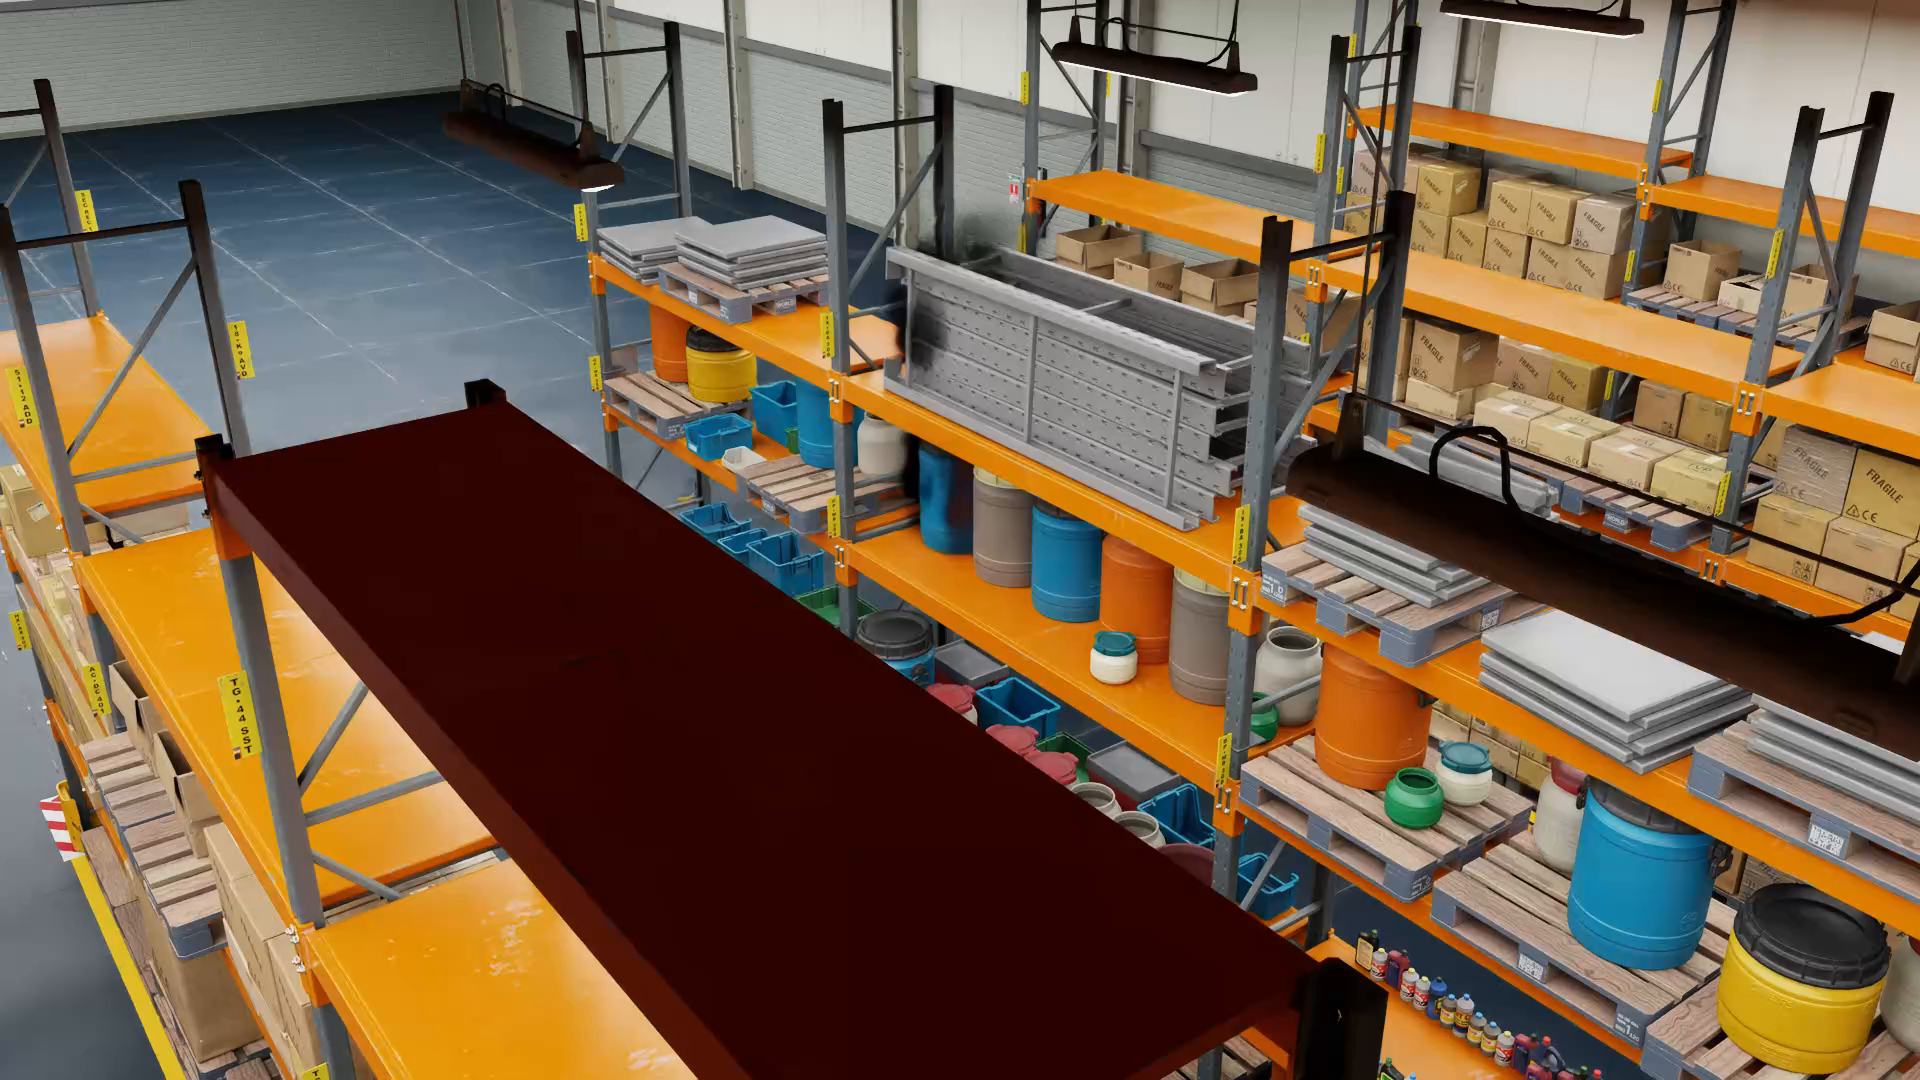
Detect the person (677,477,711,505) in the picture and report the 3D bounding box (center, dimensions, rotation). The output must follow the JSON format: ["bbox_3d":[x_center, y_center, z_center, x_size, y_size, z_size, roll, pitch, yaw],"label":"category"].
[{"bbox_3d":[-2.880,-1.237,19.588,1.006,1.737,0.694,-4,25,-9],"label":"person"}]
